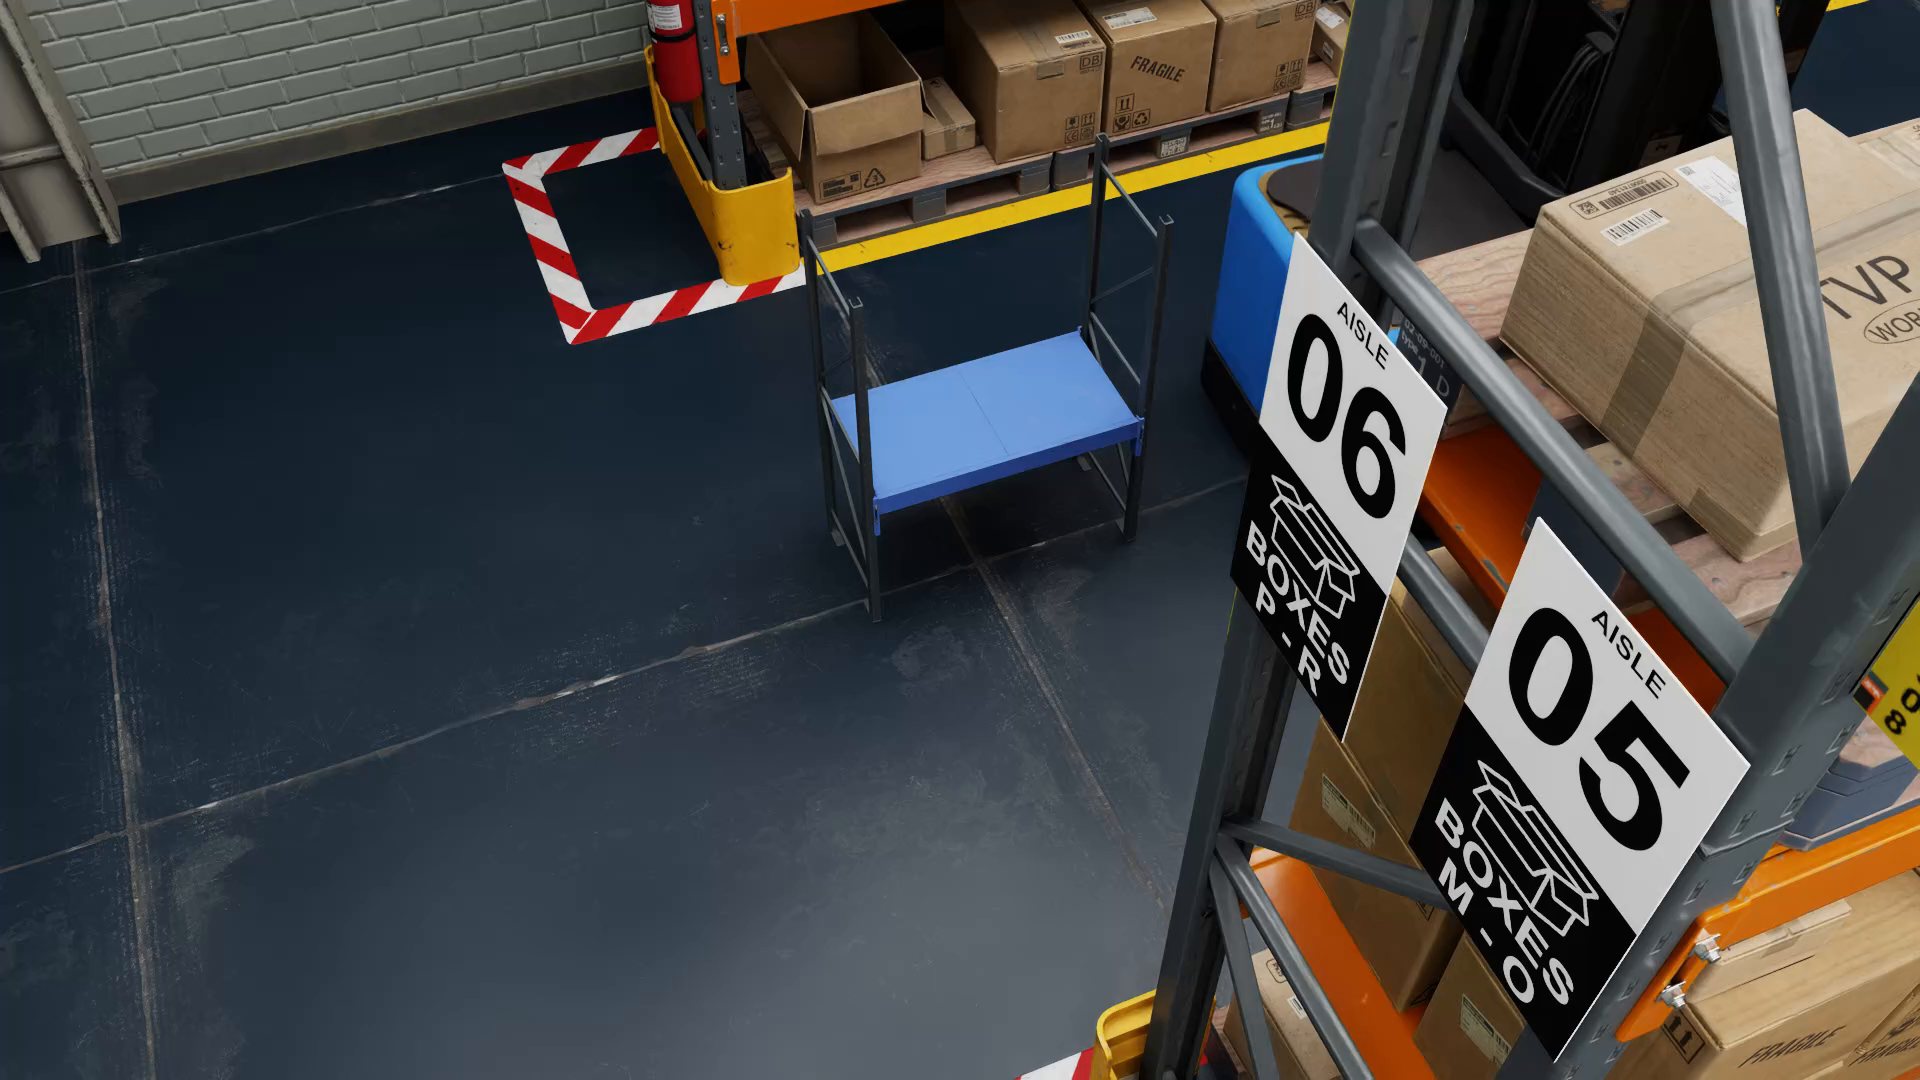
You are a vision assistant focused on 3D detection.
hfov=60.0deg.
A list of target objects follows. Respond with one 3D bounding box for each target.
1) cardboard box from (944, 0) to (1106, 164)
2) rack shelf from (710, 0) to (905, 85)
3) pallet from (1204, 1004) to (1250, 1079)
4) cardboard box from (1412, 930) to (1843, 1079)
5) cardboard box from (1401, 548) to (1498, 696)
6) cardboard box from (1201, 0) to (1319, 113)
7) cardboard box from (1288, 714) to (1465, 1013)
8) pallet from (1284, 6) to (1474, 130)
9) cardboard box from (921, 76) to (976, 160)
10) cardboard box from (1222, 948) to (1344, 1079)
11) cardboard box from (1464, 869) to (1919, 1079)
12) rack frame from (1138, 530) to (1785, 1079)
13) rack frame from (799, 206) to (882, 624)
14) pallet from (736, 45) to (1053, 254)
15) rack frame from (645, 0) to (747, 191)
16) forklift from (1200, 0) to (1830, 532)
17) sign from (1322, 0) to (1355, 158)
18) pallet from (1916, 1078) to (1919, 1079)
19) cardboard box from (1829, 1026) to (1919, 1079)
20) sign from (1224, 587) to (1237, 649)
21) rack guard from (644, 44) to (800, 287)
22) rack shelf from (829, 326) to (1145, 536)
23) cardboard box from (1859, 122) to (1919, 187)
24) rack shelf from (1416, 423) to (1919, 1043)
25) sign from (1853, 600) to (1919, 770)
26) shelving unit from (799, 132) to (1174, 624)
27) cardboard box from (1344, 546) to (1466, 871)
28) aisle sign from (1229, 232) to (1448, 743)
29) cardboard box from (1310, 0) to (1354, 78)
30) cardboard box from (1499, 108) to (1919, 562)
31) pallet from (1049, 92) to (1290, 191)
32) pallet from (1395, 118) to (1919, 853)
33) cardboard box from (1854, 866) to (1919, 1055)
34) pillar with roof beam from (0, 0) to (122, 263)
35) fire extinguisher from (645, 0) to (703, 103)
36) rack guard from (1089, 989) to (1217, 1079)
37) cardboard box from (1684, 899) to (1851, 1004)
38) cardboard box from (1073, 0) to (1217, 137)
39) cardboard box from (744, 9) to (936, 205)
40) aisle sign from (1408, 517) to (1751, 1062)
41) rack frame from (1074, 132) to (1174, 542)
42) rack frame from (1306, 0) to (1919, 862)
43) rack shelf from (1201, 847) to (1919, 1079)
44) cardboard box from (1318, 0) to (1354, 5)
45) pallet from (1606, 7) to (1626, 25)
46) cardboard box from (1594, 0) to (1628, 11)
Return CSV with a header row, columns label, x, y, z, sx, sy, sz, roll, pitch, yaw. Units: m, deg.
label,x,y,z,sx,sy,sz,roll,pitch,yaw
cardboard box,0.278,-2.145,7.486,0.500,0.500,0.700,-15,51,-13
rack shelf,0.721,-2.835,7.182,4.000,0.370,1.077,-17,52,-14
pallet,1.460,1.613,4.725,1.213,0.211,1.003,-17,52,-14
cardboard box,1.303,1.021,3.330,0.500,0.500,0.500,-18,52,-15
cardboard box,1.006,0.176,2.969,0.250,0.149,0.380,-17,51,-14
cardboard box,1.239,-2.443,7.741,0.500,0.500,0.700,-19,52,-16
cardboard box,1.096,0.632,3.664,0.500,0.500,0.500,-17,51,-14
pallet,1.936,-2.538,8.291,1.213,0.211,1.003,-17,52,-14
cardboard box,-0.120,-1.907,7.513,0.250,0.149,0.380,-19,52,-16
cardboard box,1.323,1.428,4.459,0.875,0.438,0.875,-19,52,-15
cardboard box,1.302,0.693,2.952,0.500,0.500,0.500,-18,52,-15
rack frame,0.750,0.989,3.423,0.127,3.000,1.000,-17,52,-14
rack frame,-0.392,-0.367,5.577,0.032,1.500,0.500,-17,52,-14
pallet,-0.322,-1.838,7.690,1.213,0.211,1.003,-17,52,-14
rack frame,-1.131,-2.496,6.416,0.127,3.000,1.000,-17,52,-14
forklift,2.545,-1.582,5.676,3.031,2.935,1.130,-14,51,-12
sign,0.557,-0.636,2.310,0.005,0.325,0.100,-17,52,-14
pallet,2.588,1.266,5.023,1.213,0.211,1.003,-17,52,-14
cardboard box,1.760,0.856,3.472,0.500,0.500,0.500,-18,52,-15
sign,0.557,0.150,3.225,0.005,0.325,0.100,-17,52,-14
rack guard,-1.060,-1.703,7.383,0.348,0.500,1.175,-17,52,-14
rack shelf,0.079,-0.396,5.838,1.000,0.185,0.538,-17,52,-14
cardboard box,1.490,-0.444,2.500,0.250,0.149,0.380,-21,52,-17
rack shelf,2.601,-0.327,3.051,4.000,0.370,1.077,-17,52,-14
sign,0.954,0.093,1.587,0.005,0.325,0.100,-17,52,-14
shelving unit,0.079,-0.513,5.702,1.048,1.500,0.538,-17,52,-14
cardboard box,1.106,0.325,3.268,0.500,0.500,0.500,-16,51,-13
aisle sign,0.566,-0.055,2.606,0.004,0.787,0.394,-17,52,-14
cardboard box,1.837,-2.421,7.877,0.258,0.266,0.396,-16,51,-13
cardboard box,1.132,-0.301,2.310,0.500,0.250,0.500,-22,53,-18
pallet,0.805,-2.185,7.988,1.213,0.211,1.003,-17,52,-14
pallet,1.433,-0.179,2.508,1.213,0.211,1.003,-17,52,-14
cardboard box,1.777,0.540,3.084,0.500,0.500,0.500,-18,52,-15
pillar with roof beam,-2.340,-1.286,1.423,0.400,9.000,9.100,-17,52,-14
fire extinguisher,-1.092,-1.982,6.272,0.183,0.674,0.296,-17,52,-14
rack guard,0.727,1.810,4.366,0.348,0.500,1.175,-17,52,-14
cardboard box,1.183,0.512,2.680,0.250,0.149,0.380,-16,51,-13
cardboard box,0.805,-2.226,7.556,0.500,0.500,0.500,-16,51,-14
cardboard box,-0.528,-1.928,7.297,0.637,0.503,0.797,-19,52,-16
aisle sign,0.793,0.367,2.244,0.004,0.787,0.394,-17,52,-14
rack frame,0.550,-0.659,5.827,0.032,1.500,0.500,-17,52,-14
rack frame,0.750,-0.965,1.147,0.127,3.000,1.000,-17,52,-14
rack shelf,2.601,0.650,4.189,4.000,0.370,1.077,-17,52,-14
cardboard box,1.872,-2.880,8.242,0.500,0.311,0.500,-16,51,-13
pallet,3.311,-2.995,8.683,1.213,0.211,1.003,-17,52,-14
cardboard box,3.105,-2.946,8.174,0.500,0.500,0.500,-15,51,-13
